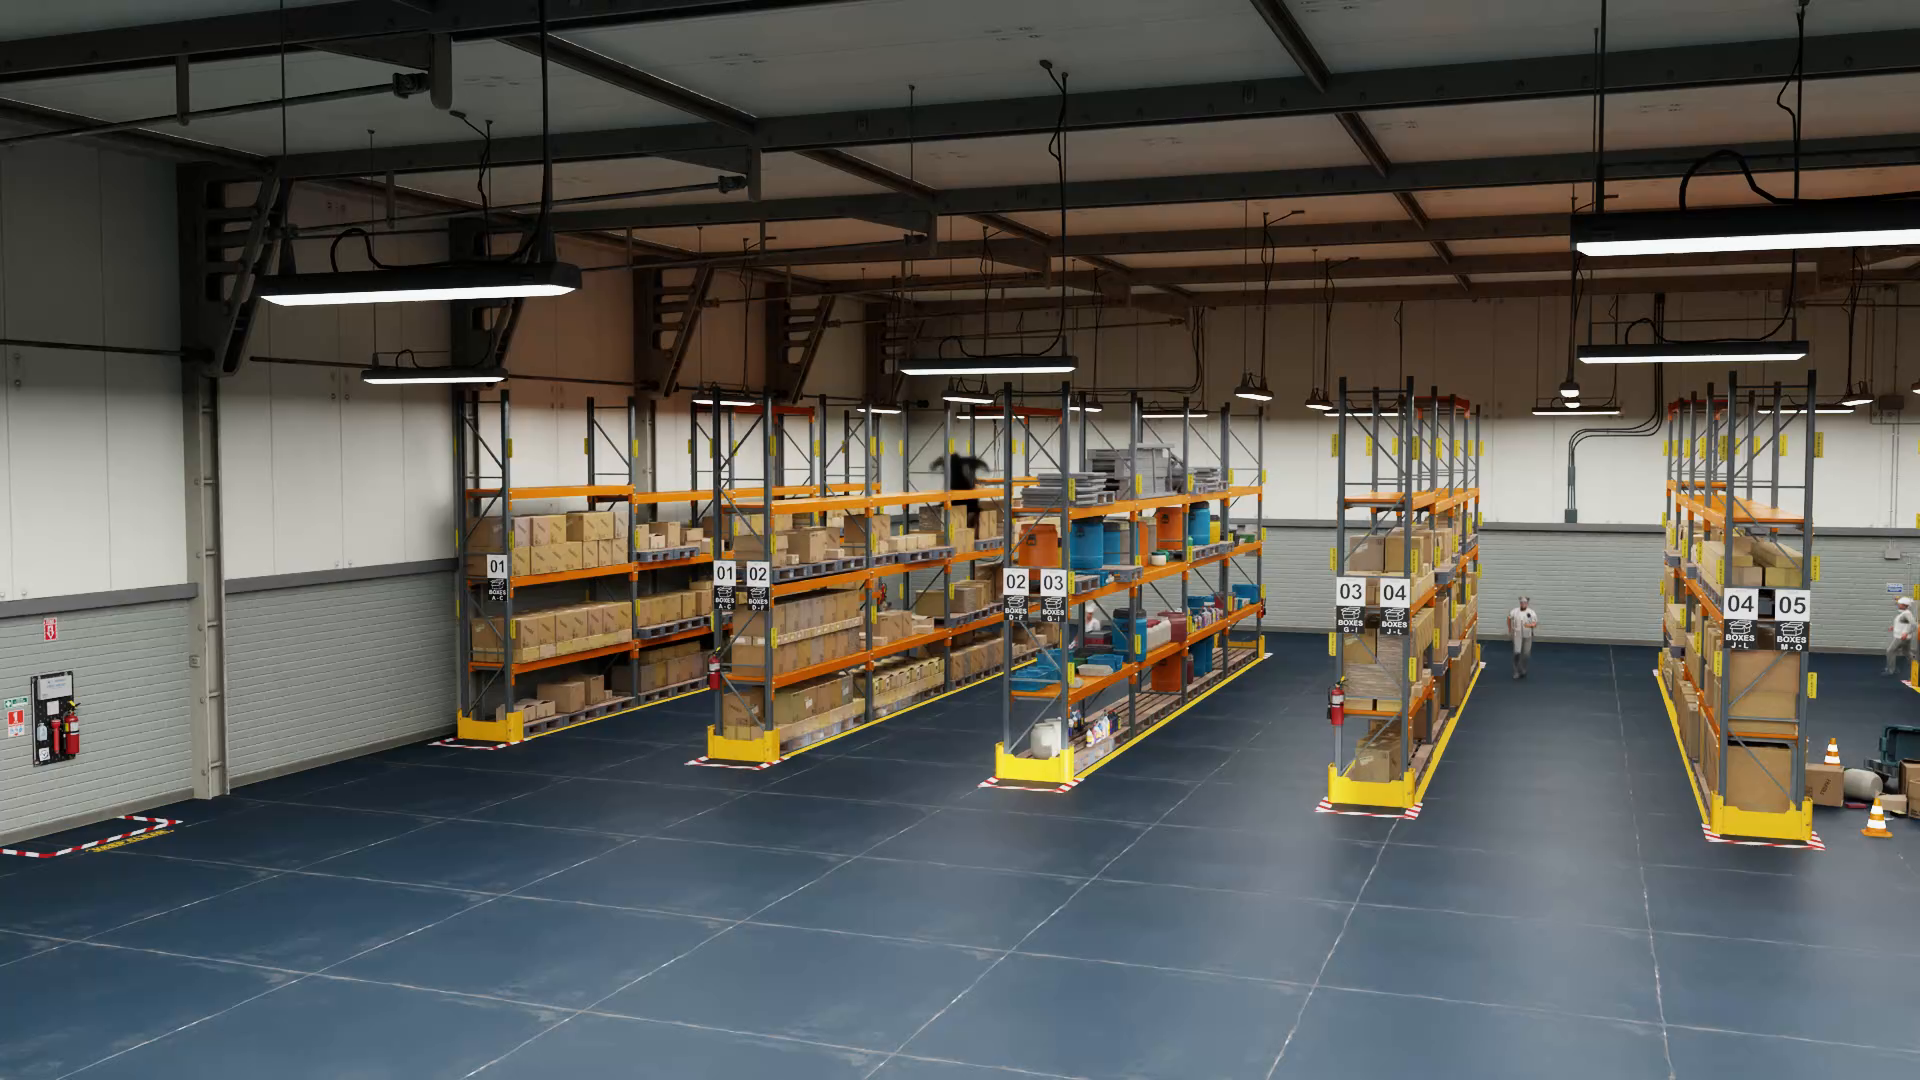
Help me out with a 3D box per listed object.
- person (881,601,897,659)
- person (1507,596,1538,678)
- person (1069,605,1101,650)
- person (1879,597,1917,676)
[{"bbox_3d":[-1.610,2.149,37.547,0.607,1.580,0.743,1,3,10],"label":"person"},{"bbox_3d":[12.295,2.129,36.338,0.615,1.814,0.730,1,3,13],"label":"person"},{"bbox_3d":[2.630,2.228,34.412,0.770,1.779,0.735,-2,4,-38],"label":"person"},{"bbox_3d":[20.567,2.128,36.309,0.848,1.789,0.723,2,4,34],"label":"person"}]
